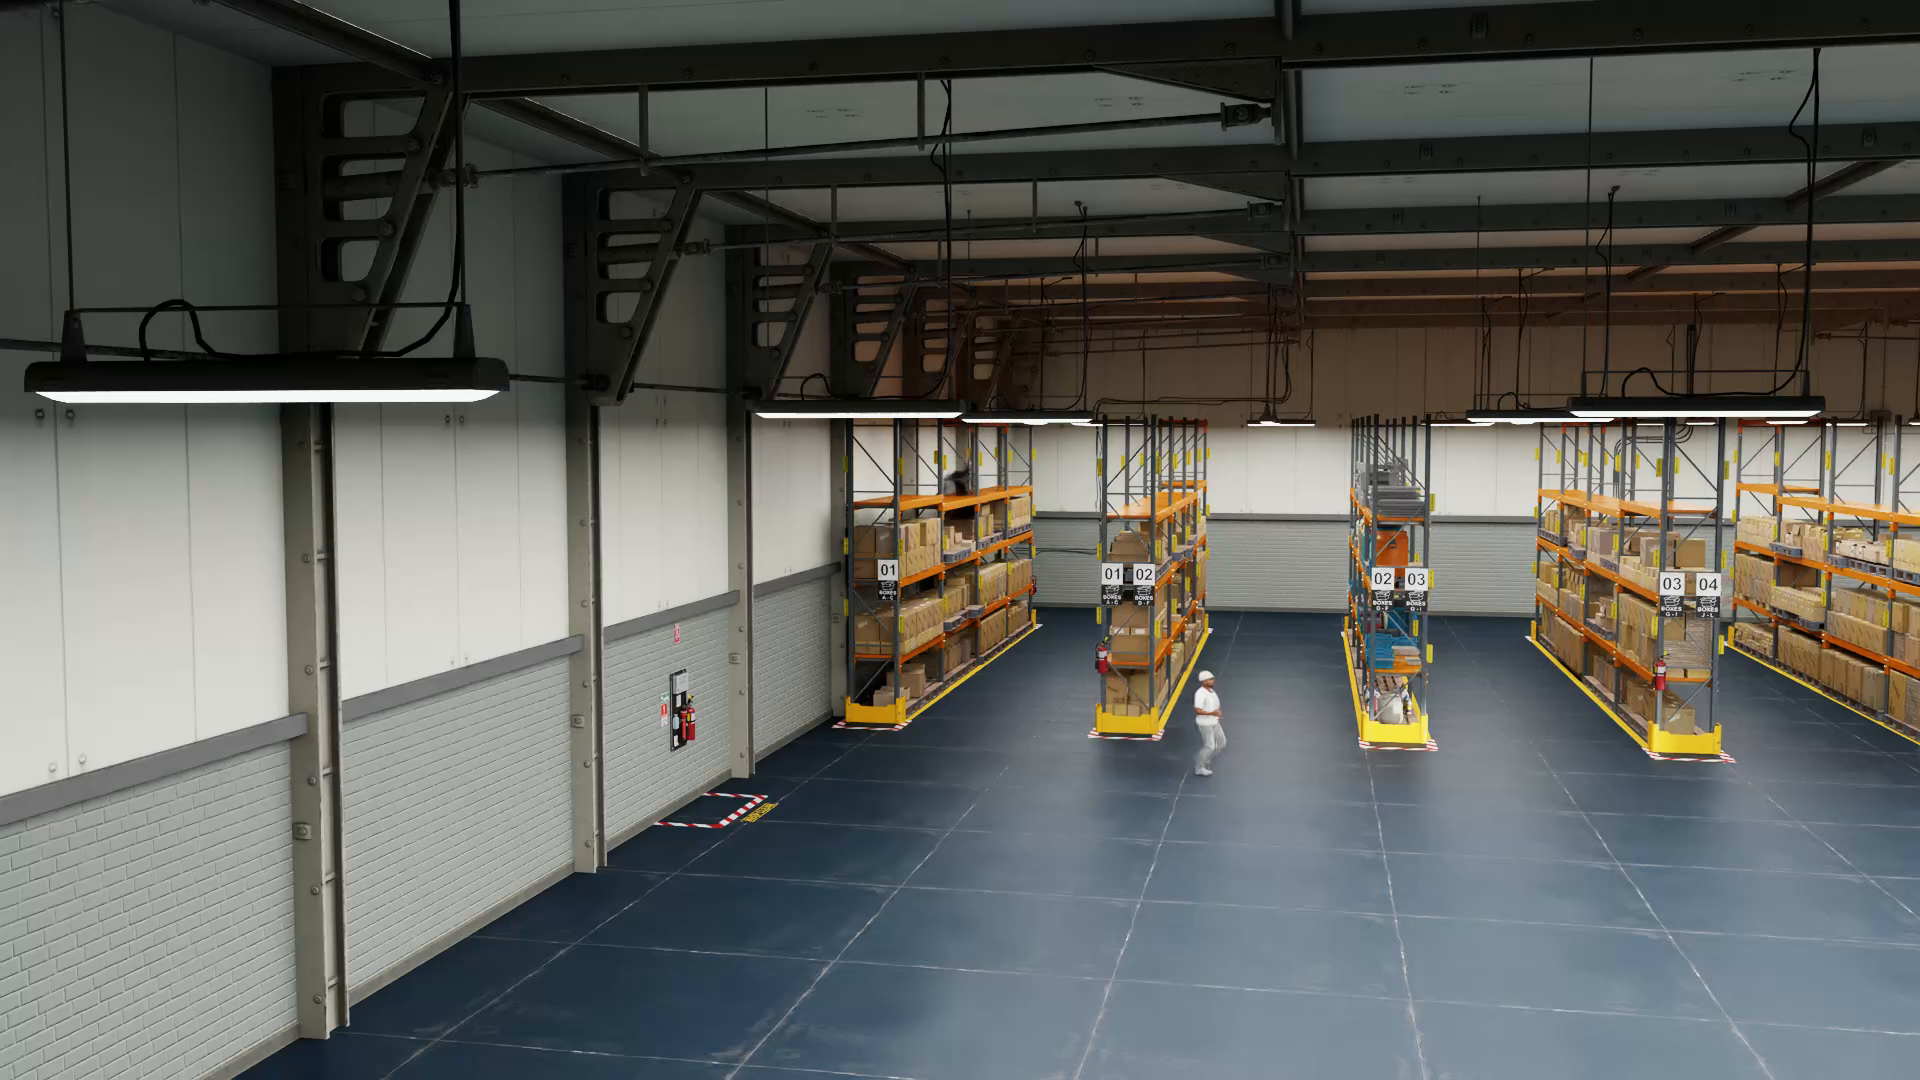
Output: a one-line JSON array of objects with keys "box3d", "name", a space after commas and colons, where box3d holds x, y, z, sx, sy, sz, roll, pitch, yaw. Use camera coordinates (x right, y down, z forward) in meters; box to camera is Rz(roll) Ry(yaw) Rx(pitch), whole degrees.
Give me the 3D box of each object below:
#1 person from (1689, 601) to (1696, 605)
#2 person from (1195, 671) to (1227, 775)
[{"box3d": [19.861, 1.865, 45.053, 0.838, 1.751, 0.747, -2, 4, -23], "name": "person"}, {"box3d": [4.143, 3.018, 27.418, 0.600, 1.724, 0.685, 3, 5, 33], "name": "person"}]
